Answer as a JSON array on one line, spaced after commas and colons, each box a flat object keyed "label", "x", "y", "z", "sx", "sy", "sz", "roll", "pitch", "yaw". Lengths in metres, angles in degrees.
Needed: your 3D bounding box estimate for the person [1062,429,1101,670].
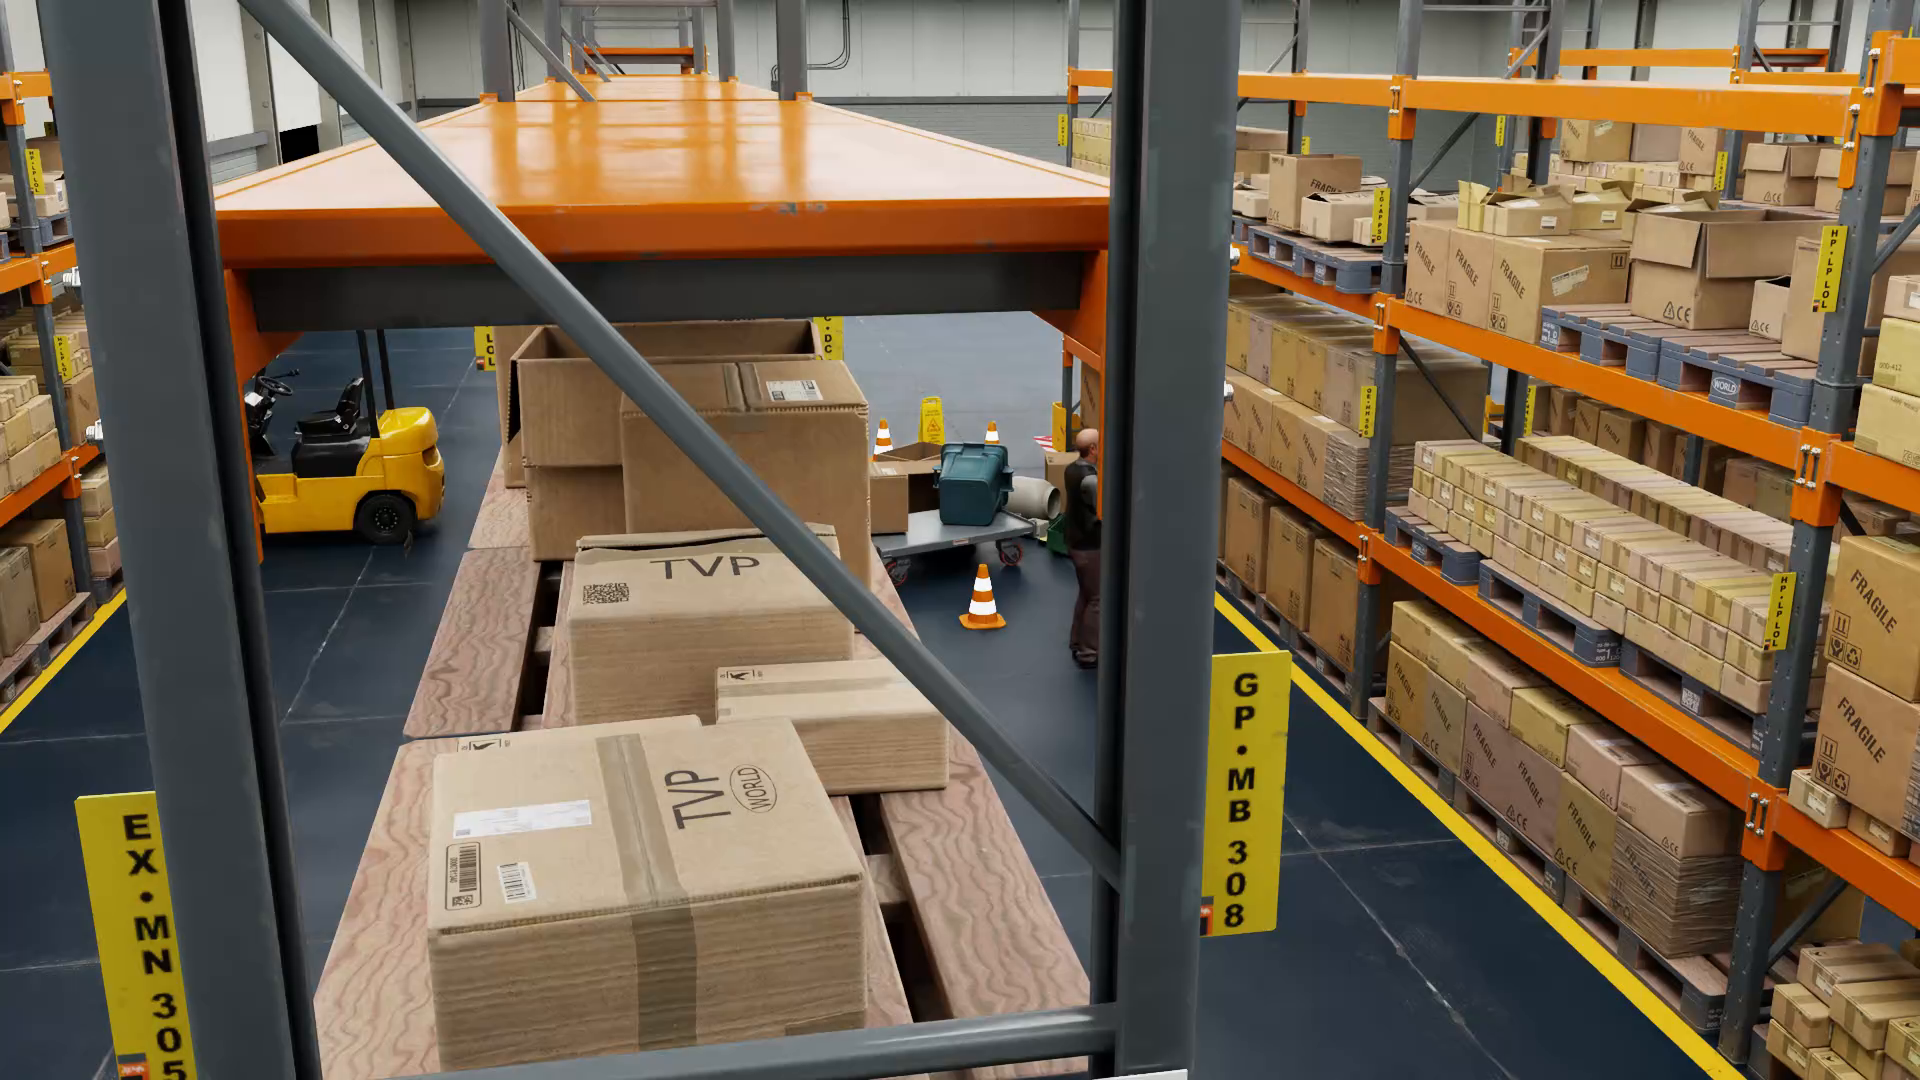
[{"label": "person", "x": 1.014, "y": 0.045, "z": 11.916, "sx": 0.535, "sy": 1.726, "sz": 0.521, "roll": -3, "pitch": 17, "yaw": -11}]
